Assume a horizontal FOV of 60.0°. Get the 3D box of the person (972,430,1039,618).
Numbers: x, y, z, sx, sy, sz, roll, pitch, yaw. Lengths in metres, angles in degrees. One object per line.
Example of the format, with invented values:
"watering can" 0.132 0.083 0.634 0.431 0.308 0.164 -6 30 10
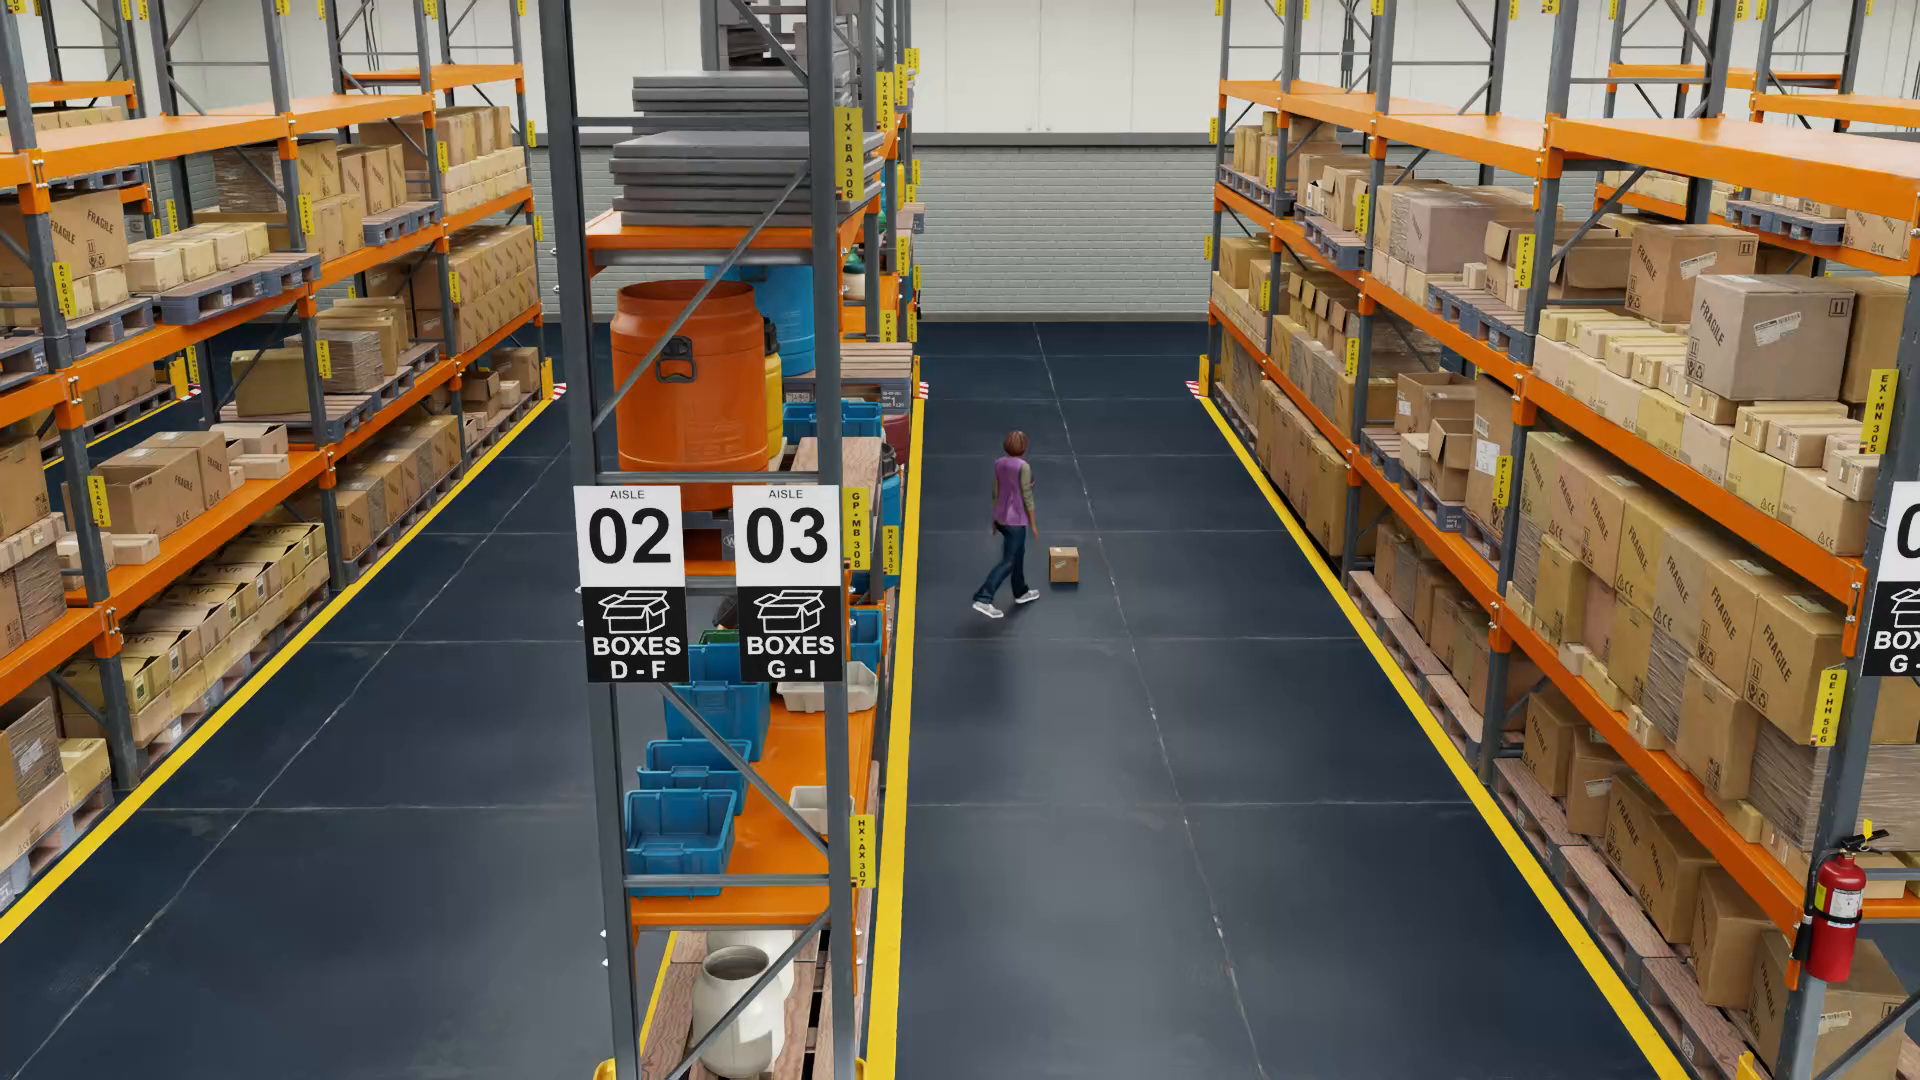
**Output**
"person" 0.423 -0.141 14.011 0.867 1.567 0.466 -12 21 -34
